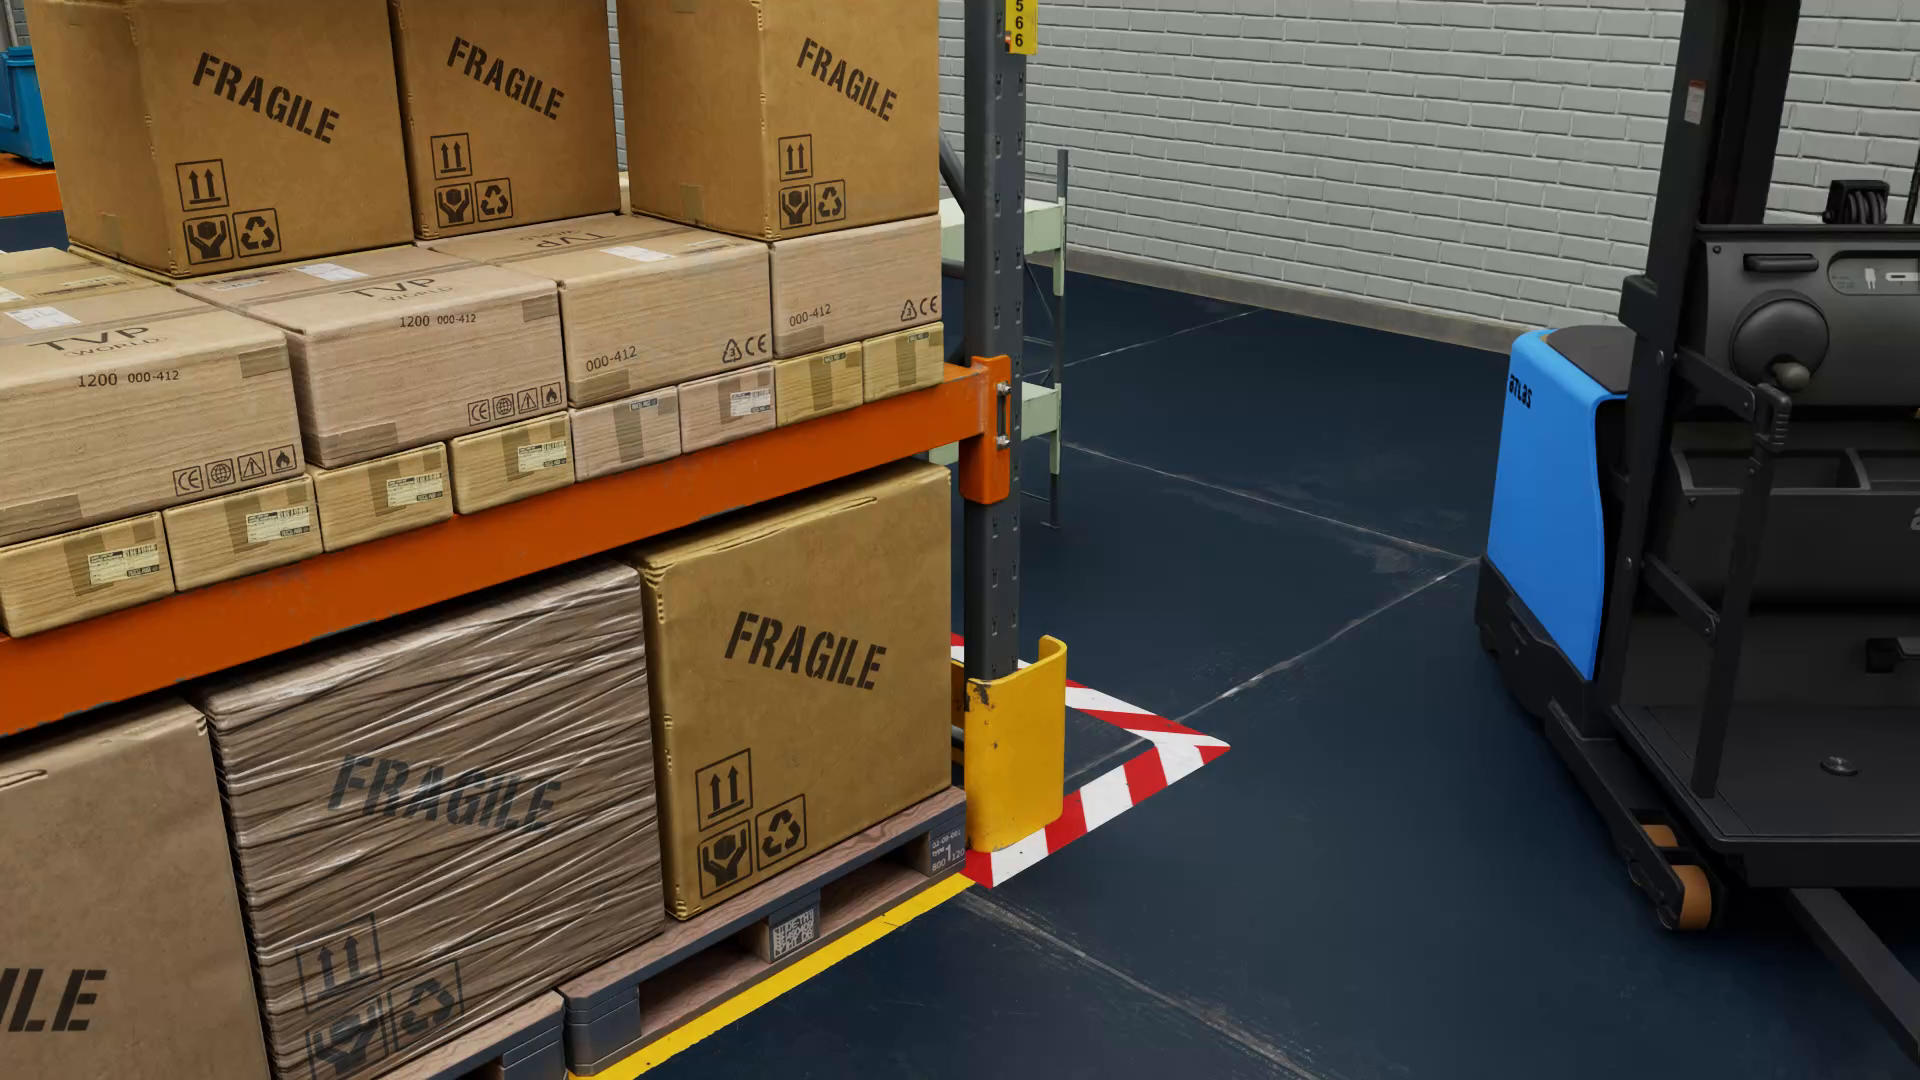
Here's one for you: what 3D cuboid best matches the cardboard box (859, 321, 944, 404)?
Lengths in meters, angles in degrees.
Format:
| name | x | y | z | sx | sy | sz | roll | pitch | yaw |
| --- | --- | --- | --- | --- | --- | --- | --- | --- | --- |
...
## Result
| name | x | y | z | sx | sy | sz | roll | pitch | yaw |
| --- | --- | --- | --- | --- | --- | --- | --- | --- | --- |
| cardboard box | -0.256 | -0.453 | 3.922 | 0.250 | 0.149 | 0.380 | -20 | 28 | -41 |

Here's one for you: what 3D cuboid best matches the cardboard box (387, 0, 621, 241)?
| name | x | y | z | sx | sy | sz | roll | pitch | yaw |
| --- | --- | --- | --- | --- | --- | --- | --- | --- | --- |
| cardboard box | -1.120 | -0.979 | 3.689 | 0.500 | 0.500 | 0.500 | 18 | 28 | 39 |

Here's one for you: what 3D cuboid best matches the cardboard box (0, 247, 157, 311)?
| name | x | y | z | sx | sy | sz | roll | pitch | yaw |
| --- | --- | --- | --- | --- | --- | --- | --- | --- | --- |
| cardboard box | -1.843 | -0.358 | 3.120 | 0.500 | 0.250 | 0.500 | 19 | 28 | 40 |

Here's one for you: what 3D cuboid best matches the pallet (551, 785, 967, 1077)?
| name | x | y | z | sx | sy | sz | roll | pitch | yaw |
| --- | --- | --- | --- | --- | --- | --- | --- | --- | --- |
| pallet | -0.745 | 0.783 | 4.244 | 1.003 | 0.211 | 1.213 | 19 | 28 | 41 |

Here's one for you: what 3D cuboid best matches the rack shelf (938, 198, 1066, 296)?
| name | x | y | z | sx | sy | sz | roll | pitch | yaw |
| --- | --- | --- | --- | --- | --- | --- | --- | --- | --- |
| rack shelf | -0.005 | -1.063 | 6.161 | 0.431 | 0.370 | 0.720 | 19 | 28 | 41 |

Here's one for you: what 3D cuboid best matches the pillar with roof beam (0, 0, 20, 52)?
| name | x | y | z | sx | sy | sz | roll | pitch | yaw |
| --- | --- | --- | --- | --- | --- | --- | --- | --- | --- |
| pillar with roof beam | -6.542 | -7.097 | 12.495 | 9.100 | 9.000 | 0.400 | 19 | 28 | 41 |

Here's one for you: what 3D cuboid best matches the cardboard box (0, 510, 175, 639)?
| name | x | y | z | sx | sy | sz | roll | pitch | yaw |
| --- | --- | --- | --- | --- | --- | --- | --- | --- | --- |
| cardboard box | -1.503 | 0.007 | 2.724 | 0.380 | 0.149 | 0.250 | 18 | 28 | 39 |

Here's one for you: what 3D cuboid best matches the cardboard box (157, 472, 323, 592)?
| name | x | y | z | sx | sy | sz | roll | pitch | yaw |
| --- | --- | --- | --- | --- | --- | --- | --- | --- | --- |
| cardboard box | -1.322 | -0.060 | 2.900 | 0.250 | 0.149 | 0.380 | -19 | 28 | -41 |

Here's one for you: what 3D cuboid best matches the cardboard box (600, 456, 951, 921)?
| name | x | y | z | sx | sy | sz | roll | pitch | yaw |
| --- | --- | --- | --- | --- | --- | --- | --- | --- | --- |
| cardboard box | -0.632 | 0.236 | 4.155 | 0.875 | 0.875 | 0.875 | 19 | 28 | 41 |

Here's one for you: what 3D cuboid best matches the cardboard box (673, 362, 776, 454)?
| name | x | y | z | sx | sy | sz | roll | pitch | yaw |
| --- | --- | --- | --- | --- | --- | --- | --- | --- | --- |
| cardboard box | -0.613 | -0.321 | 3.579 | 0.380 | 0.149 | 0.250 | 19 | 28 | 41 |

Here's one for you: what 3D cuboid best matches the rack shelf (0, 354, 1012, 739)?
| name | x | y | z | sx | sy | sz | roll | pitch | yaw |
| --- | --- | --- | --- | --- | --- | --- | --- | --- | --- |
| rack shelf | -1.638 | 0.106 | 3.121 | 1.077 | 0.370 | 4.000 | 19 | 28 | 41 |

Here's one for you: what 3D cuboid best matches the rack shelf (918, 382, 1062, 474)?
| name | x | y | z | sx | sy | sz | roll | pitch | yaw |
| --- | --- | --- | --- | --- | --- | --- | --- | --- | --- |
| rack shelf | -0.005 | -0.394 | 6.418 | 0.431 | 0.370 | 0.720 | 19 | 28 | 41 |

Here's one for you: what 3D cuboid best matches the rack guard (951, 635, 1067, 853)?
| name | x | y | z | sx | sy | sz | roll | pitch | yaw |
| --- | --- | --- | --- | --- | --- | --- | --- | --- | --- |
| rack guard | -0.227 | 0.417 | 4.794 | 1.175 | 0.500 | 0.348 | 19 | 28 | 41 |

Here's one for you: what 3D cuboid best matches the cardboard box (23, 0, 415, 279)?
| name | x | y | z | sx | sy | sz | roll | pitch | yaw |
| --- | --- | --- | --- | --- | --- | --- | --- | --- | --- |
| cardboard box | -1.477 | -0.844 | 3.339 | 0.500 | 0.500 | 0.500 | 18 | 28 | 39 |

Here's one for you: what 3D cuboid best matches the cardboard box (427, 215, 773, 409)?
| name | x | y | z | sx | sy | sz | roll | pitch | yaw |
| --- | --- | --- | --- | --- | --- | --- | --- | --- | --- |
| cardboard box | -0.746 | -0.492 | 3.467 | 0.500 | 0.250 | 0.500 | 19 | 28 | 40 |

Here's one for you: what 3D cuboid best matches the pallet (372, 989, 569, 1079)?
| name | x | y | z | sx | sy | sz | roll | pitch | yaw |
| --- | --- | --- | --- | --- | --- | --- | --- | --- | --- |
| pallet | -1.596 | 1.095 | 3.432 | 1.003 | 0.211 | 1.213 | 19 | 28 | 41 |

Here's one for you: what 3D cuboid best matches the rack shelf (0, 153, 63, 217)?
| name | x | y | z | sx | sy | sz | roll | pitch | yaw |
| --- | --- | --- | --- | --- | --- | --- | --- | --- | --- |
| rack shelf | -5.187 | -1.134 | 6.346 | 1.077 | 0.370 | 4.000 | 19 | 28 | 41 |

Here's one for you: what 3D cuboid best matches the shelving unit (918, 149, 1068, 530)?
| name | x | y | z | sx | sy | sz | roll | pitch | yaw |
| --- | --- | --- | --- | --- | --- | --- | --- | --- | --- |
| shelving unit | -0.005 | -0.698 | 6.301 | 0.431 | 1.500 | 0.755 | 19 | 28 | 41 |

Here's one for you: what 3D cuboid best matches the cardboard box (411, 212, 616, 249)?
| name | x | y | z | sx | sy | sz | roll | pitch | yaw |
| --- | --- | --- | --- | --- | --- | --- | --- | --- | --- |
| cardboard box | -1.129 | -0.622 | 3.806 | 0.500 | 0.250 | 0.500 | 19 | 28 | 40 |

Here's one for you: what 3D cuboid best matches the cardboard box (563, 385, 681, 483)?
| name | x | y | z | sx | sy | sz | roll | pitch | yaw |
| --- | --- | --- | --- | --- | --- | --- | --- | --- | --- |
| cardboard box | -0.787 | -0.257 | 3.413 | 0.250 | 0.149 | 0.380 | -20 | 28 | -41 |

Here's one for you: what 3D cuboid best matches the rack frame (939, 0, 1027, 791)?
| name | x | y | z | sx | sy | sz | roll | pitch | yaw |
| --- | --- | --- | --- | --- | --- | --- | --- | --- | --- |
| rack frame | -0.243 | -0.744 | 4.330 | 1.000 | 3.000 | 0.127 | 19 | 28 | 41 |

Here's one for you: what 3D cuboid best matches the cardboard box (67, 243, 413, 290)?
| name | x | y | z | sx | sy | sz | roll | pitch | yaw |
| --- | --- | --- | --- | --- | --- | --- | --- | --- | --- |
| cardboard box | -1.483 | -0.494 | 3.472 | 0.500 | 0.250 | 0.500 | 18 | 27 | 39 |

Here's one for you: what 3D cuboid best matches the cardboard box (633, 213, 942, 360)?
| name | x | y | z | sx | sy | sz | roll | pitch | yaw |
| --- | --- | --- | --- | --- | --- | --- | --- | --- | --- |
| cardboard box | -0.391 | -0.622 | 3.806 | 0.500 | 0.250 | 0.500 | 19 | 28 | 40 |

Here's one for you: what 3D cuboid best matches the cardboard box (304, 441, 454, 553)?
| name | x | y | z | sx | sy | sz | roll | pitch | yaw |
| --- | --- | --- | --- | --- | --- | --- | --- | --- | --- |
| cardboard box | -1.148 | -0.123 | 3.064 | 0.380 | 0.149 | 0.250 | 19 | 28 | 41 |

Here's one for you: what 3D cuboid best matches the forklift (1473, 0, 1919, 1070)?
| name | x | y | z | sx | sy | sz | roll | pitch | yaw |
| --- | --- | --- | --- | --- | --- | --- | --- | --- | --- |
| forklift | 2.272 | -0.519 | 3.838 | 1.130 | 2.935 | 3.031 | 0 | 21 | 0 |

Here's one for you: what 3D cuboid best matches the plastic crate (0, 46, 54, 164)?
| name | x | y | z | sx | sy | sz | roll | pitch | yaw |
| --- | --- | --- | --- | --- | --- | --- | --- | --- | --- |
| plastic crate | -3.892 | -1.895 | 7.192 | 0.616 | 0.435 | 0.499 | 19 | 28 | 41 |

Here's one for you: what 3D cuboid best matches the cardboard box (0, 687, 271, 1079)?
| name | x | y | z | sx | sy | sz | roll | pitch | yaw |
| --- | --- | --- | --- | --- | --- | --- | --- | --- | --- |
| cardboard box | -1.888 | 0.699 | 2.952 | 0.875 | 0.875 | 0.875 | 19 | 28 | 41 |

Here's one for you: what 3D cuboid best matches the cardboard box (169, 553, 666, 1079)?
| name | x | y | z | sx | sy | sz | roll | pitch | yaw |
| --- | --- | --- | --- | --- | --- | --- | --- | --- | --- |
| cardboard box | -1.267 | 0.470 | 3.547 | 0.875 | 0.875 | 0.875 | 19 | 28 | 41 |

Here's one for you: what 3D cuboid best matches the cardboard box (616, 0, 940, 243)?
| name | x | y | z | sx | sy | sz | roll | pitch | yaw |
| --- | --- | --- | --- | --- | --- | --- | --- | --- | --- |
| cardboard box | -0.395 | -0.972 | 3.672 | 0.500 | 0.500 | 0.500 | 20 | 29 | 41 |

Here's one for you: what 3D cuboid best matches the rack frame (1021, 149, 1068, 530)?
| name | x | y | z | sx | sy | sz | roll | pitch | yaw |
| --- | --- | --- | --- | --- | --- | --- | --- | --- | --- |
| rack frame | 0.251 | -0.792 | 6.546 | 0.400 | 1.500 | 0.023 | 19 | 28 | 41 |

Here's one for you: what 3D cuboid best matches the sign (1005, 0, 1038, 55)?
| name | x | y | z | sx | sy | sz | roll | pitch | yaw |
| --- | --- | --- | --- | --- | --- | --- | --- | --- | --- |
| sign | 0.136 | -1.256 | 3.717 | 0.100 | 0.325 | 0.005 | 19 | 28 | 41 |

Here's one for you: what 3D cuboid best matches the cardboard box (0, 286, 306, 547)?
| name | x | y | z | sx | sy | sz | roll | pitch | yaw |
| --- | --- | --- | --- | --- | --- | --- | --- | --- | --- |
| cardboard box | -1.461 | -0.226 | 2.776 | 0.500 | 0.250 | 0.500 | 19 | 28 | 41 |

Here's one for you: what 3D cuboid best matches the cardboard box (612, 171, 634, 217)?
| name | x | y | z | sx | sy | sz | roll | pitch | yaw |
| --- | --- | --- | --- | --- | --- | --- | --- | --- | --- |
| cardboard box | -0.772 | -0.757 | 4.158 | 0.500 | 0.250 | 0.500 | 18 | 28 | 39 |

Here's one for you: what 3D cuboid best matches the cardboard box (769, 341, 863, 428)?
| name | x | y | z | sx | sy | sz | roll | pitch | yaw |
| --- | --- | --- | --- | --- | --- | --- | --- | --- | --- |
| cardboard box | -0.436 | -0.386 | 3.747 | 0.380 | 0.149 | 0.250 | 20 | 28 | 41 |

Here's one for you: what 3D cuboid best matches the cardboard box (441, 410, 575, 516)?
| name | x | y | z | sx | sy | sz | roll | pitch | yaw |
| --- | --- | --- | --- | --- | --- | --- | --- | --- | --- |
| cardboard box | -0.967 | -0.190 | 3.238 | 0.380 | 0.149 | 0.250 | 18 | 28 | 39 |

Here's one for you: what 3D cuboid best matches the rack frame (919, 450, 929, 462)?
| name | x | y | z | sx | sy | sz | roll | pitch | yaw |
| --- | --- | --- | --- | --- | --- | --- | --- | --- | --- |
| rack frame | -0.260 | -0.604 | 6.056 | 0.400 | 1.500 | 0.023 | 19 | 28 | 41 |

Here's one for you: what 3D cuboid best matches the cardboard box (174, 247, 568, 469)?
| name | x | y | z | sx | sy | sz | roll | pitch | yaw |
| --- | --- | --- | --- | --- | --- | --- | --- | --- | --- |
| cardboard box | -1.100 | -0.361 | 3.127 | 0.500 | 0.250 | 0.500 | 18 | 27 | 39 |
